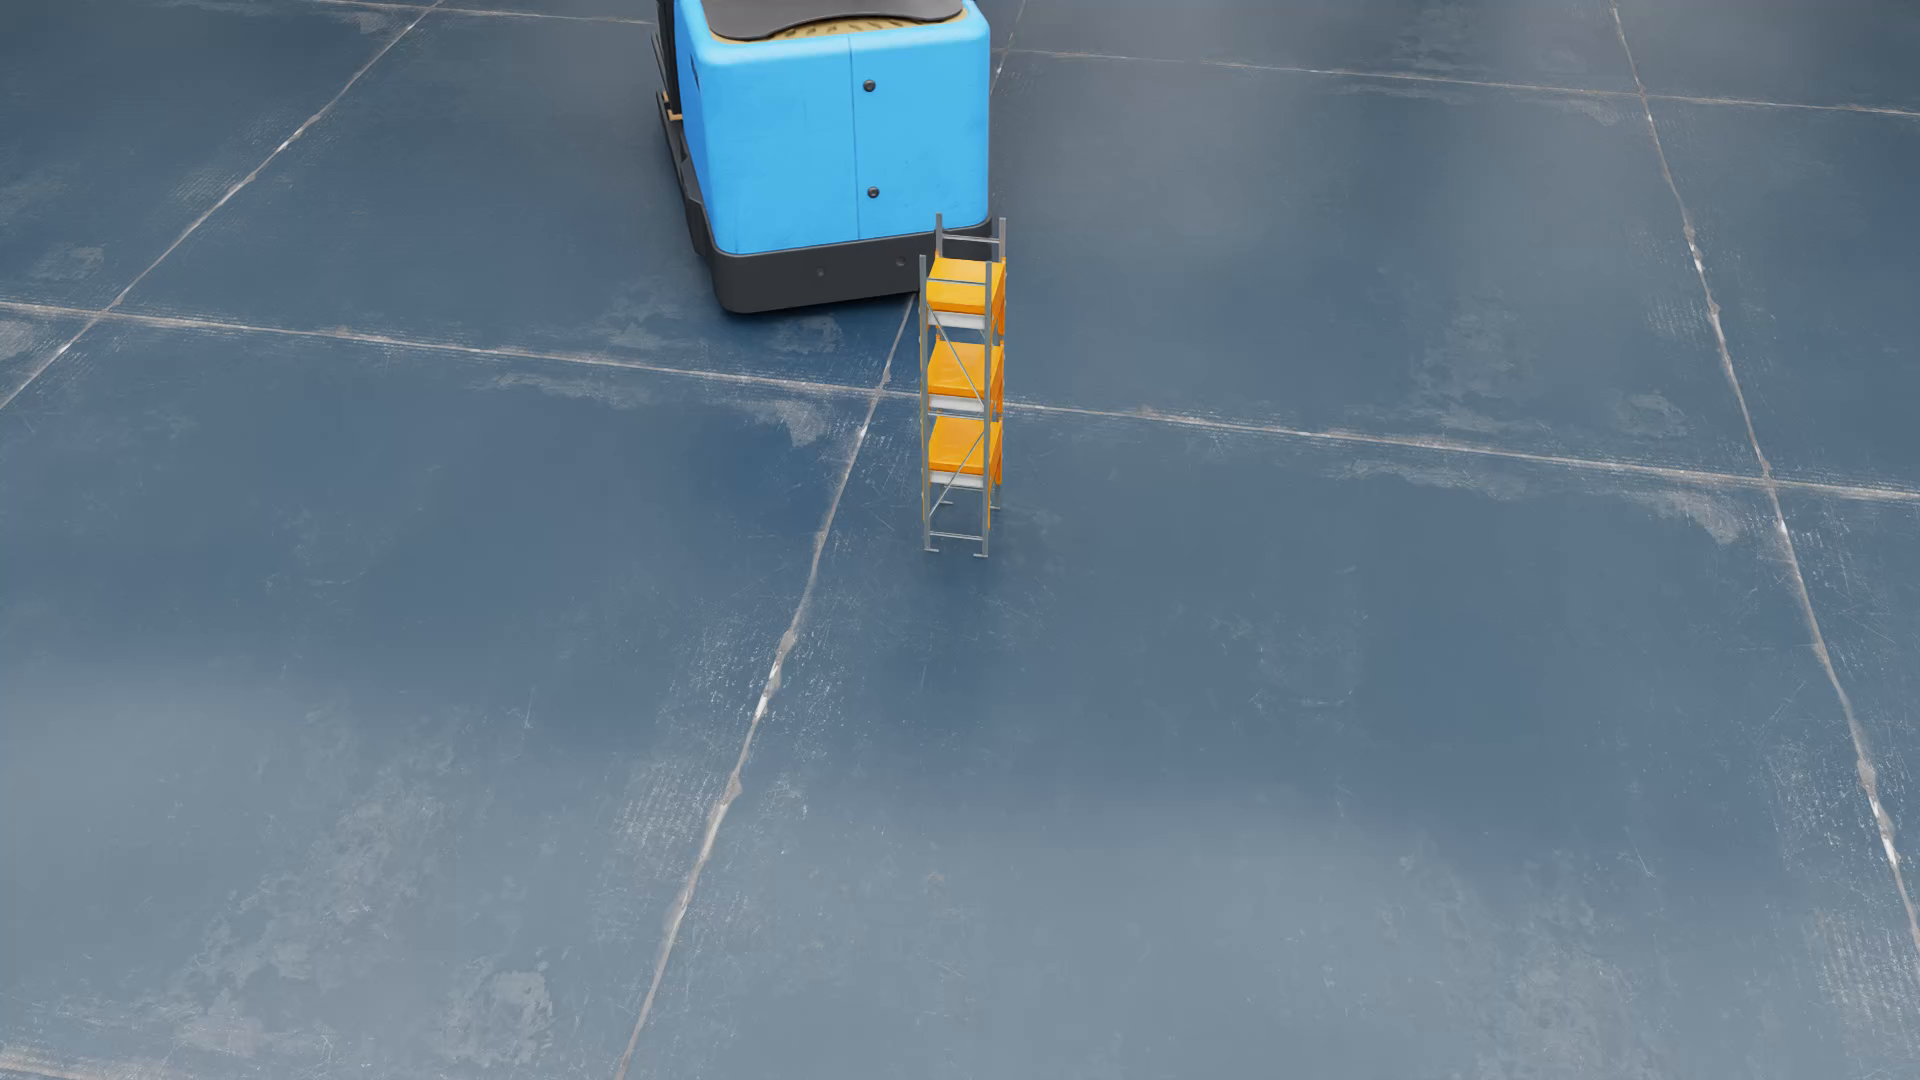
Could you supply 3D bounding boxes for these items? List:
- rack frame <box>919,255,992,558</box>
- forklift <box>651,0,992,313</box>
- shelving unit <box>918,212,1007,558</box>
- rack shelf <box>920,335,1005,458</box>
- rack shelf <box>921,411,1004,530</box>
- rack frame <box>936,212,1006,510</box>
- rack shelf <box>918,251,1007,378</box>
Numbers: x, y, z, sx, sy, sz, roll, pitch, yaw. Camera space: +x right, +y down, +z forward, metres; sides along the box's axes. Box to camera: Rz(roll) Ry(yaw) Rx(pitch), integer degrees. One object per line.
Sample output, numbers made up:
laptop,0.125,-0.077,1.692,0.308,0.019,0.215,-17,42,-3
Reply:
rack frame,-0.012,-0.362,4.863,0.200,1.050,0.008,6,40,8
forklift,-0.740,-2.915,6.475,1.130,2.935,3.031,-9,40,-11
shelving unit,0.009,-0.438,4.956,0.215,1.050,0.252,6,40,8
rack shelf,0.009,-0.430,4.963,0.215,0.259,0.240,6,40,8
rack shelf,0.009,-0.216,5.140,0.215,0.259,0.240,6,40,8
rack frame,0.030,-0.515,5.049,0.200,1.050,0.008,6,40,8
rack shelf,0.009,-0.649,4.782,0.215,0.259,0.240,6,40,8
